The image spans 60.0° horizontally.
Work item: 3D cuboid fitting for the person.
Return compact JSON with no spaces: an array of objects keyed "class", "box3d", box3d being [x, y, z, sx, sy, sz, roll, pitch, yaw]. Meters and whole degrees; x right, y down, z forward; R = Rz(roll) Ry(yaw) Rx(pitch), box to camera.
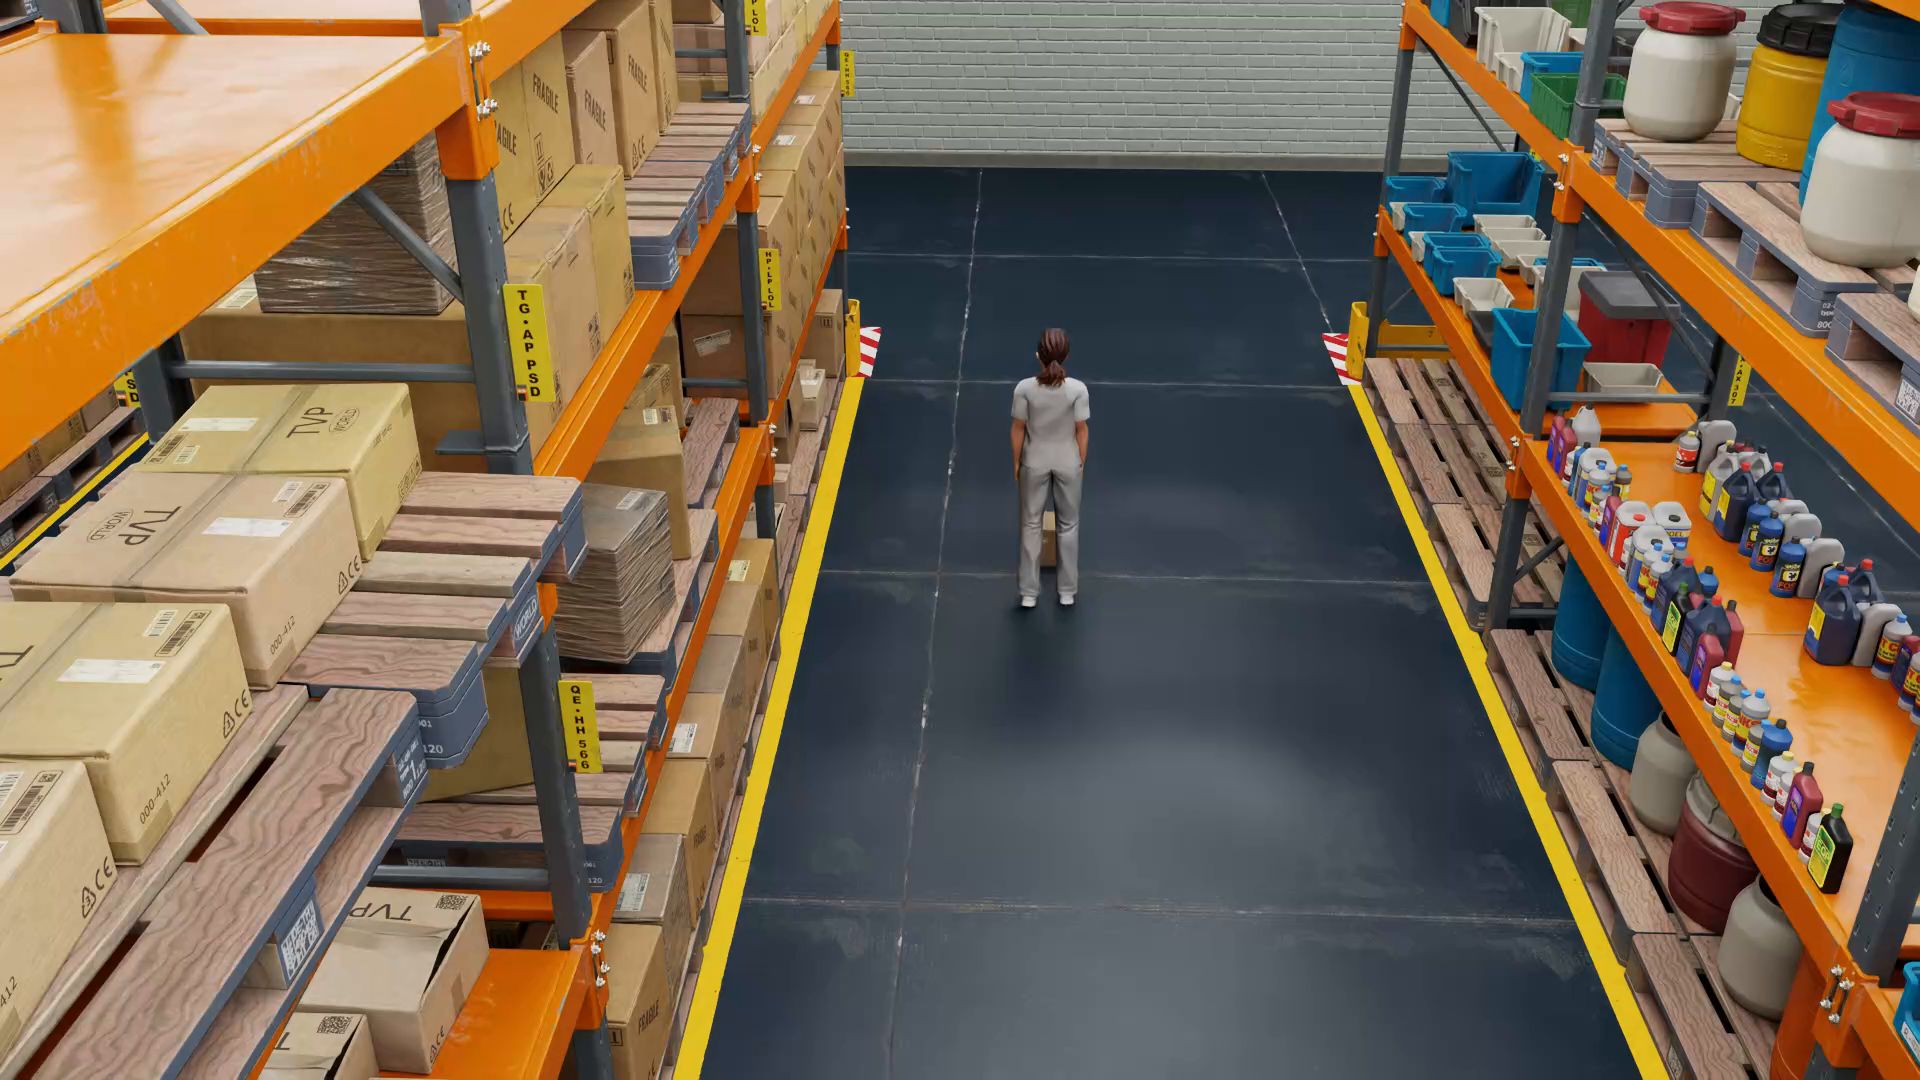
[{"class":"person","box3d":[0.502,-0.404,9.395,0.438,1.683,0.375,1,28,3]}]
